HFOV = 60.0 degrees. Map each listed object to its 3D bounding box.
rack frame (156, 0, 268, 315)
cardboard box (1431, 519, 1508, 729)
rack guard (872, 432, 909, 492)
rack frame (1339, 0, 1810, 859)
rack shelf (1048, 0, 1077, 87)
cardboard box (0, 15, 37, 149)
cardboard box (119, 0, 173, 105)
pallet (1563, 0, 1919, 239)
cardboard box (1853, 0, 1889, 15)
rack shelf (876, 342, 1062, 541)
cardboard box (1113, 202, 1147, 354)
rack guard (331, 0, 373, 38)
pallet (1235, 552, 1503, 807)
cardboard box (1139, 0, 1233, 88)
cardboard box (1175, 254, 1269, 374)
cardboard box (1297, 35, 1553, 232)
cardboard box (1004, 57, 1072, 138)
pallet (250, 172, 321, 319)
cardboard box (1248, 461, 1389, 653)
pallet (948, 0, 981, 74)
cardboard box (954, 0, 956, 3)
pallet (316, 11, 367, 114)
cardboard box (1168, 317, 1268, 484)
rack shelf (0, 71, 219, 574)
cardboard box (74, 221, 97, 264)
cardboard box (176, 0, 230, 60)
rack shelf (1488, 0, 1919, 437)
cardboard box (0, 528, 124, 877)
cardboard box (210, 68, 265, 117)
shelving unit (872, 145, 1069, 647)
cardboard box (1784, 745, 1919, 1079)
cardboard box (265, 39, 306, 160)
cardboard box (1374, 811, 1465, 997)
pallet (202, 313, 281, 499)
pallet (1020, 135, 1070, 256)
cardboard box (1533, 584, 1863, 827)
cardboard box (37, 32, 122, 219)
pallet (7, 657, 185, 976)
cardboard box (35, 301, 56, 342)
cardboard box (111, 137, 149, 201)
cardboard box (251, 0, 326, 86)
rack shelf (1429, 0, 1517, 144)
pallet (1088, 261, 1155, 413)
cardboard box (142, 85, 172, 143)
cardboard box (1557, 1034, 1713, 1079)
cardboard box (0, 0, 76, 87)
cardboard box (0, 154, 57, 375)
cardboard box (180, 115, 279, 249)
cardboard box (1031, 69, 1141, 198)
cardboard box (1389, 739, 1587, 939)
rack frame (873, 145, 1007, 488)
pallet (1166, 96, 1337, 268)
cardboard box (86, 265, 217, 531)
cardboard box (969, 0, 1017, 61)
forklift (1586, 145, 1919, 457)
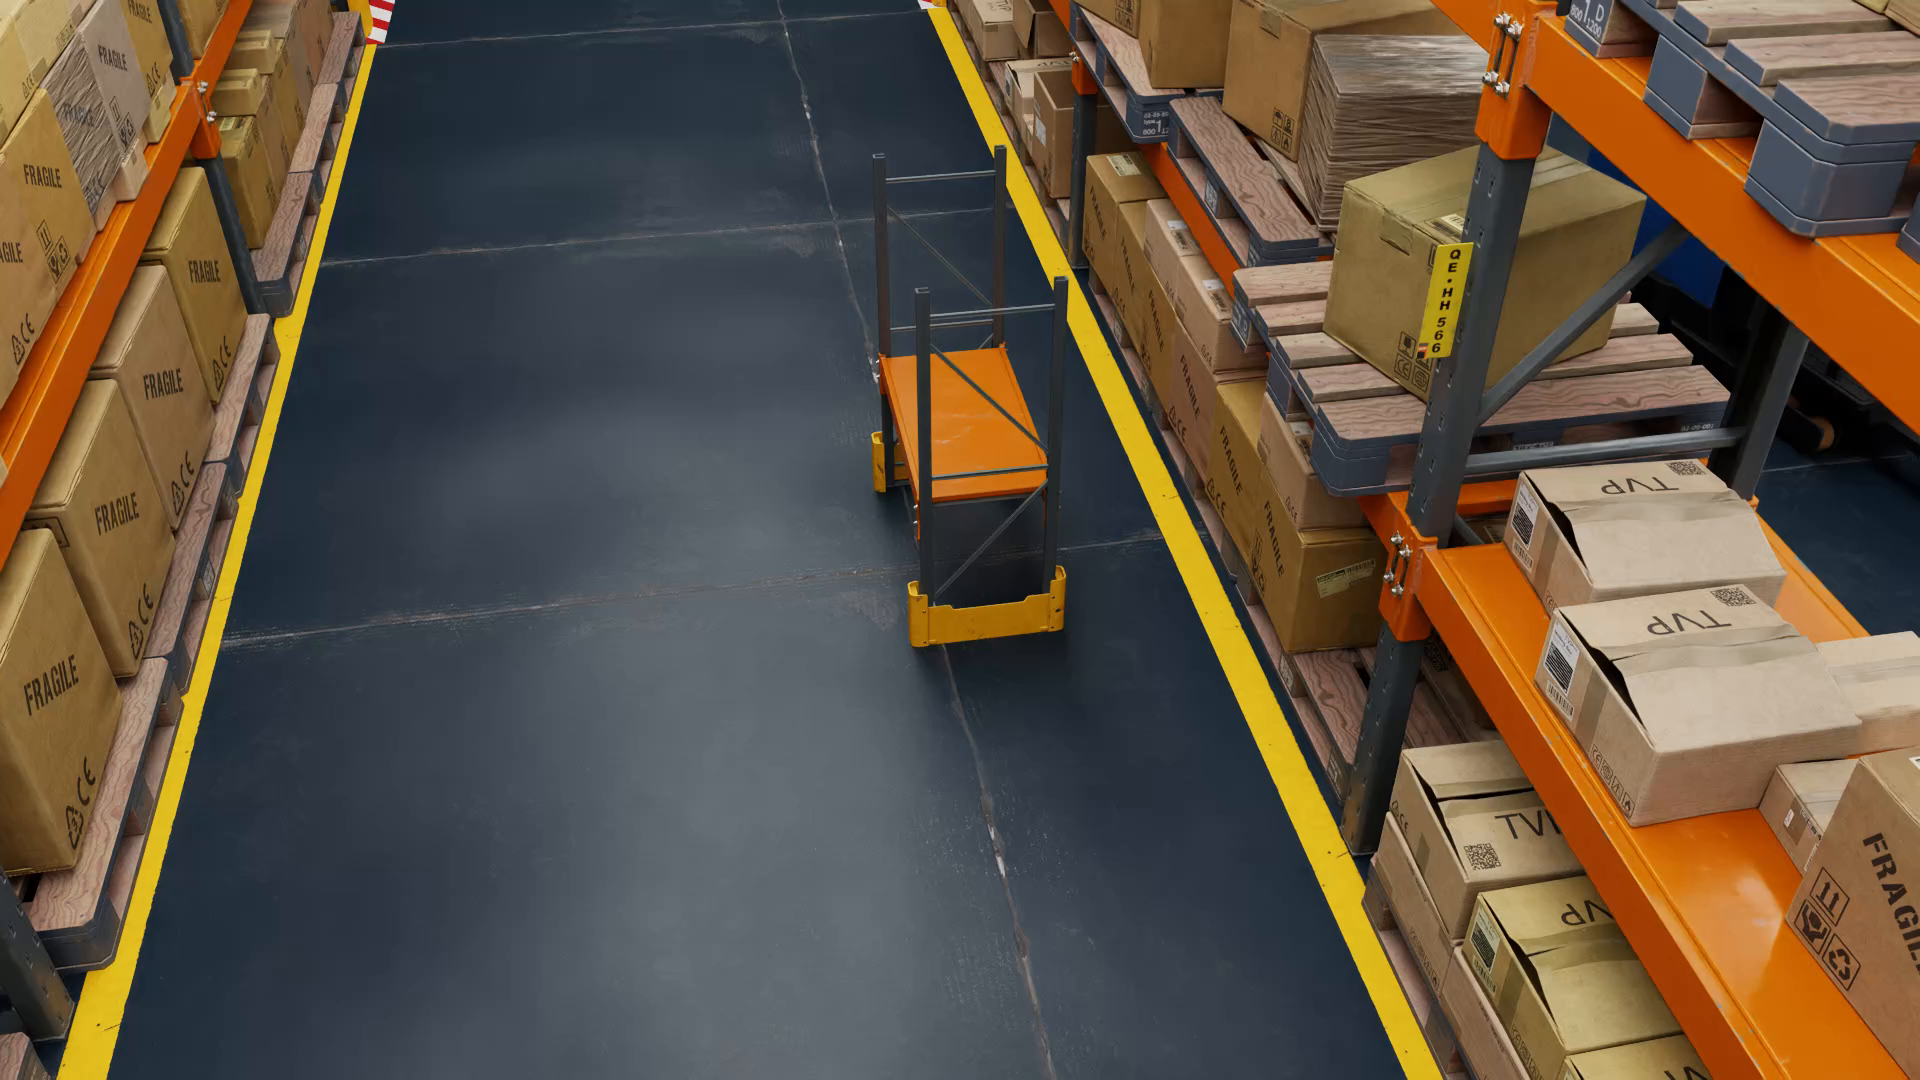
[{"bbox_3d":[-3.819,-2.120,7.033,1.000,3.000,0.127,-6,38,-8],"label":"rack frame"},{"bbox_3d":[1.960,0.269,5.638,0.500,0.500,0.500,-5,38,-6],"label":"cardboard box"},{"bbox_3d":[-0.074,-0.353,7.001,0.587,0.250,0.087,-6,38,-8],"label":"rack guard"},{"bbox_3d":[1.758,-0.239,4.612,1.000,3.000,0.127,-6,38,-8],"label":"rack frame"},{"bbox_3d":[0.706,-3.579,9.498,1.077,0.370,4.000,-6,38,-8],"label":"rack shelf"},{"bbox_3d":[-3.226,-1.400,5.156,0.500,0.250,0.500,-7,38,-9],"label":"cardboard box"},{"bbox_3d":[-3.490,-2.033,6.581,0.500,0.500,0.500,-7,38,-9],"label":"cardboard box"},{"bbox_3d":[1.965,-0.948,3.235,1.213,0.211,1.003,-5,38,-6],"label":"pallet"},{"bbox_3d":[1.893,-1.262,3.264,0.500,0.250,0.500,-9,39,-11],"label":"cardboard box"},{"bbox_3d":[0.015,-0.399,6.334,0.538,0.185,1.000,-6,38,-8],"label":"rack shelf"},{"bbox_3d":[1.006,-1.202,7.531,0.500,0.500,0.500,-6,38,-7],"label":"cardboard box"},{"bbox_3d":[-4.525,-3.563,10.929,1.175,0.500,0.348,-6,38,-8],"label":"rack guard"},{"bbox_3d":[1.665,0.407,6.054,1.003,0.211,1.213,-6,38,-8],"label":"pallet"},{"bbox_3d":[1.103,-2.141,6.638,0.700,0.500,0.500,-1,38,-1],"label":"cardboard box"},{"bbox_3d":[1.166,-0.912,6.547,0.500,0.250,0.500,-7,38,-9],"label":"cardboard box"},{"bbox_3d":[1.565,-1.385,5.664,0.700,0.500,0.500,0,38,1],"label":"cardboard box"},{"bbox_3d":[0.546,-2.533,9.399,0.500,0.311,0.500,-6,38,-8],"label":"cardboard box"},{"bbox_3d":[-3.876,-1.486,8.491,1.003,0.211,1.213,-6,38,-8],"label":"pallet"},{"bbox_3d":[1.363,0.035,5.939,0.500,0.500,0.500,-5,38,-6],"label":"cardboard box"},{"bbox_3d":[0.510,-3.442,11.009,1.003,0.211,1.213,-6,38,-8],"label":"pallet"},{"bbox_3d":[0.135,-3.685,10.999,0.380,0.166,0.250,-6,38,-8],"label":"cardboard box"},{"bbox_3d":[-4.303,-2.960,10.388,1.003,0.211,1.213,-6,38,-8],"label":"pallet"},{"bbox_3d":[1.175,-0.594,6.748,0.500,0.500,0.500,-8,38,-10],"label":"cardboard box"},{"bbox_3d":[-3.469,-0.628,5.699,1.077,0.370,4.000,-6,38,-8],"label":"rack shelf"},{"bbox_3d":[-3.302,-1.083,5.887,0.380,0.149,0.250,-7,38,-9],"label":"cardboard box"},{"bbox_3d":[-3.898,-2.568,7.365,0.980,0.700,0.700,-6,38,-7],"label":"cardboard box"},{"bbox_3d":[2.109,0.069,2.358,1.077,0.370,4.000,-6,38,-8],"label":"rack shelf"},{"bbox_3d":[-3.118,0.521,5.044,0.750,0.750,0.750,-7,38,-9],"label":"cardboard box"},{"bbox_3d":[-3.730,-2.244,8.360,0.380,0.149,0.250,-5,38,-6],"label":"cardboard box"},{"bbox_3d":[0.013,-0.546,6.231,0.587,1.500,1.083,-6,38,-8],"label":"shelving unit"},{"bbox_3d":[2.068,0.733,3.279,0.500,0.500,0.500,-8,39,-10],"label":"cardboard box"},{"bbox_3d":[-4.022,-2.375,9.058,0.700,0.500,0.500,-5,38,-7],"label":"cardboard box"},{"bbox_3d":[1.561,1.029,4.879,0.500,0.250,0.500,-6,38,-8],"label":"cardboard box"},{"bbox_3d":[-3.610,-0.561,7.300,1.003,0.211,1.213,-6,38,-8],"label":"pallet"},{"bbox_3d":[0.938,-1.968,9.112,1.003,0.211,1.213,-6,38,-8],"label":"pallet"},{"bbox_3d":[1.724,0.357,3.918,0.500,0.311,0.500,-7,38,-8],"label":"cardboard box"},{"bbox_3d":[-3.311,-1.421,5.794,0.500,0.500,0.500,-6,38,-8],"label":"cardboard box"},{"bbox_3d":[-3.182,0.913,5.403,1.003,0.211,1.213,-6,38,-8],"label":"pallet"},{"bbox_3d":[-3.227,-0.761,5.474,0.380,0.149,0.250,-6,38,-8],"label":"cardboard box"},{"bbox_3d":[-3.309,-1.390,6.283,0.380,0.149,0.250,-6,38,-8],"label":"cardboard box"},{"bbox_3d":[-4.212,-3.000,9.862,0.700,0.500,0.500,-6,38,-8],"label":"cardboard box"},{"bbox_3d":[1.408,-2.347,5.468,1.077,0.370,4.000,-6,38,-8],"label":"rack shelf"},{"bbox_3d":[1.237,-1.066,7.951,1.003,0.211,1.213,-6,38,-8],"label":"pallet"},{"bbox_3d":[-3.414,-1.705,6.688,0.380,0.149,0.250,-6,38,-7],"label":"cardboard box"},{"bbox_3d":[1.749,1.432,3.903,0.500,0.311,0.500,-7,38,-9],"label":"cardboard box"},{"bbox_3d":[-3.316,-1.708,5.552,0.500,0.250,0.500,-6,38,-7],"label":"cardboard box"},{"bbox_3d":[-3.120,-0.807,5.003,0.500,0.500,0.500,-6,38,-8],"label":"cardboard box"},{"bbox_3d":[-3.849,-1.761,8.267,0.700,0.500,0.500,-6,38,-7],"label":"cardboard box"},{"bbox_3d":[0.678,-2.155,8.758,0.500,0.500,0.500,-6,38,-8],"label":"cardboard box"},{"bbox_3d":[1.561,0.808,4.707,0.500,0.311,0.500,-5,38,-6],"label":"cardboard box"},{"bbox_3d":[-0.074,-0.848,6.619,0.500,1.500,0.032,-6,38,-8],"label":"rack frame"},{"bbox_3d":[1.413,-1.337,6.183,1.003,0.211,1.213,-6,38,-8],"label":"pallet"},{"bbox_3d":[-3.419,-0.521,6.386,0.750,0.750,0.750,-5,38,-7],"label":"cardboard box"},{"bbox_3d":[0.347,-3.196,10.301,0.500,0.250,0.500,-6,38,-8],"label":"cardboard box"},{"bbox_3d":[4.068,-1.826,6.711,1.130,2.935,3.031,-13,40,-17],"label":"forklift"}]
